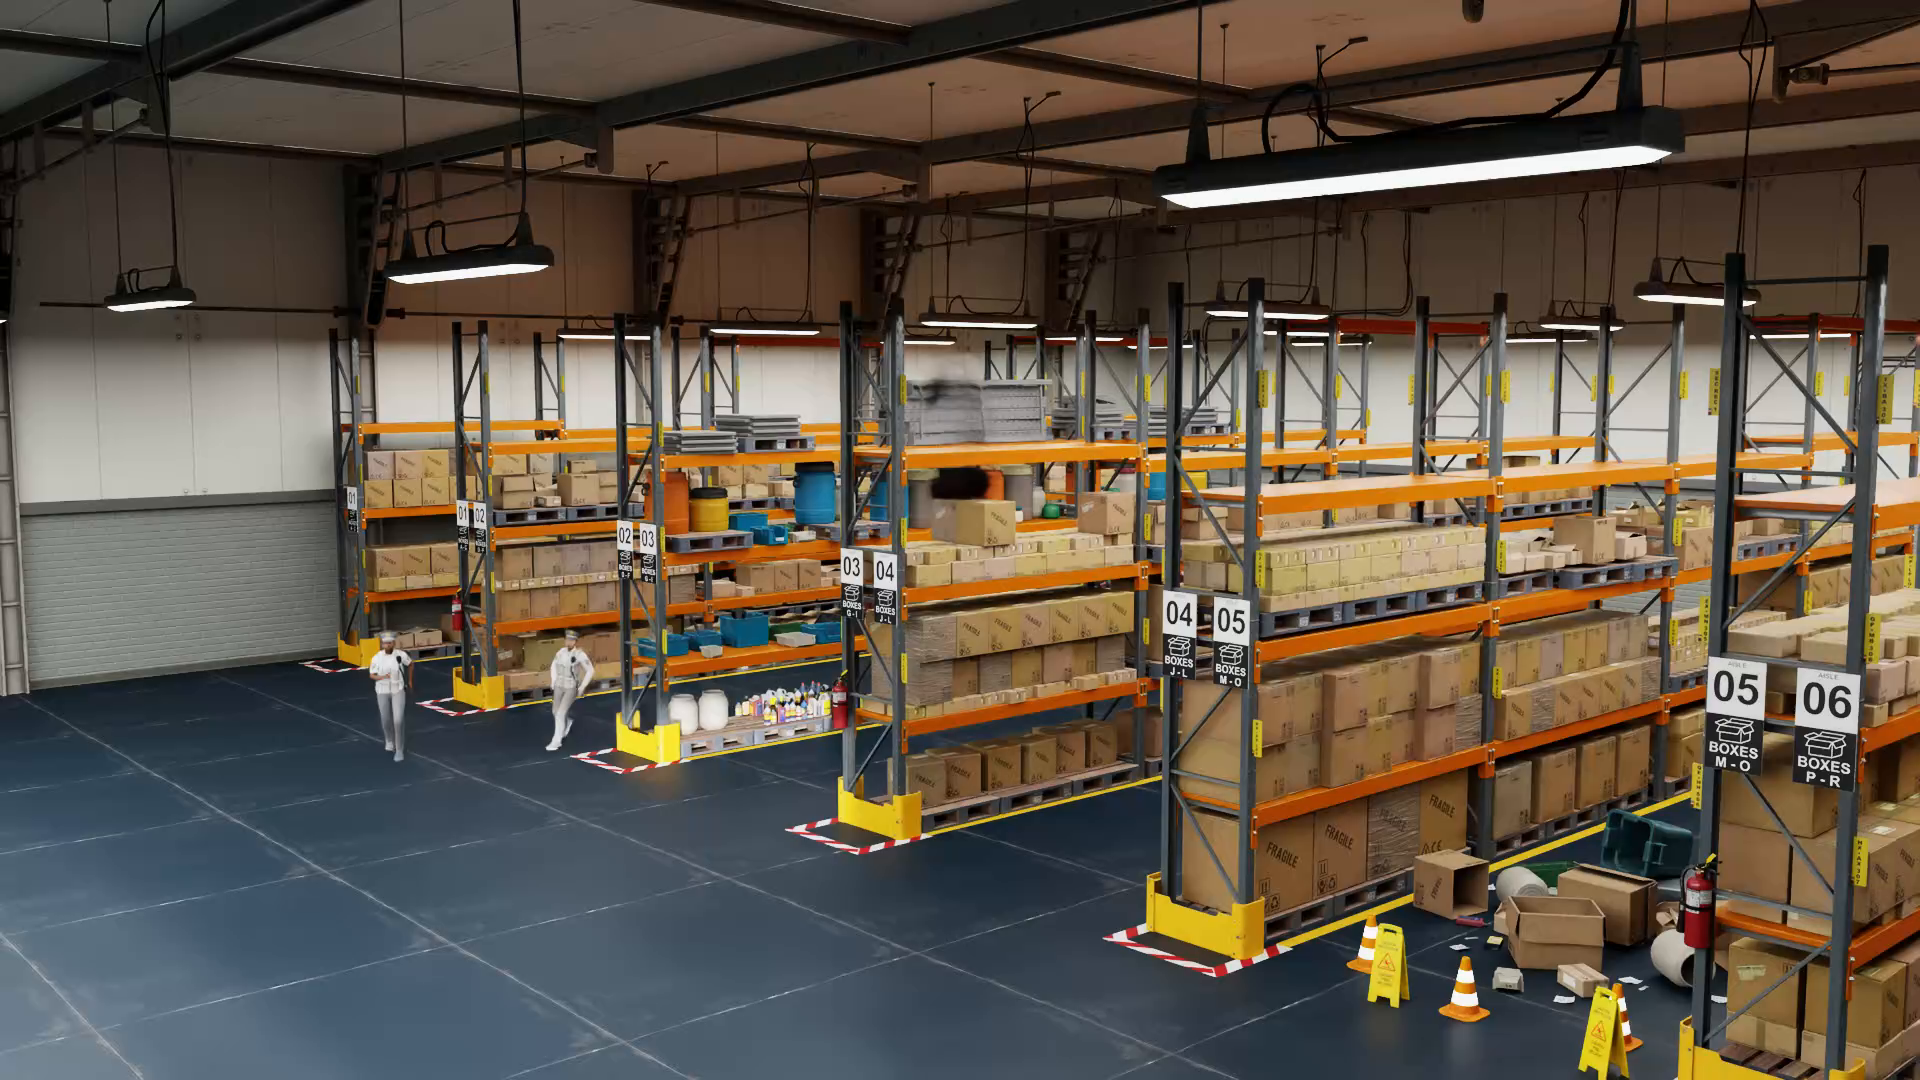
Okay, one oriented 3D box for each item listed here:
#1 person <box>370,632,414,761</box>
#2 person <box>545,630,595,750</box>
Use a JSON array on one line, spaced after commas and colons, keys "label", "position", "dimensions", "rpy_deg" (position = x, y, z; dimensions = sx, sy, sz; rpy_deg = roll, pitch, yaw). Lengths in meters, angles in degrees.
[{"label": "person", "position": [-7.692, 2.116, 22.528], "dimensions": [0.539, 1.775, 0.787], "rpy_deg": [-1, 6, -13]}, {"label": "person", "position": [-5.419, 2.058, 23.153], "dimensions": [0.684, 1.652, 0.680], "rpy_deg": [2, 6, 17]}]
